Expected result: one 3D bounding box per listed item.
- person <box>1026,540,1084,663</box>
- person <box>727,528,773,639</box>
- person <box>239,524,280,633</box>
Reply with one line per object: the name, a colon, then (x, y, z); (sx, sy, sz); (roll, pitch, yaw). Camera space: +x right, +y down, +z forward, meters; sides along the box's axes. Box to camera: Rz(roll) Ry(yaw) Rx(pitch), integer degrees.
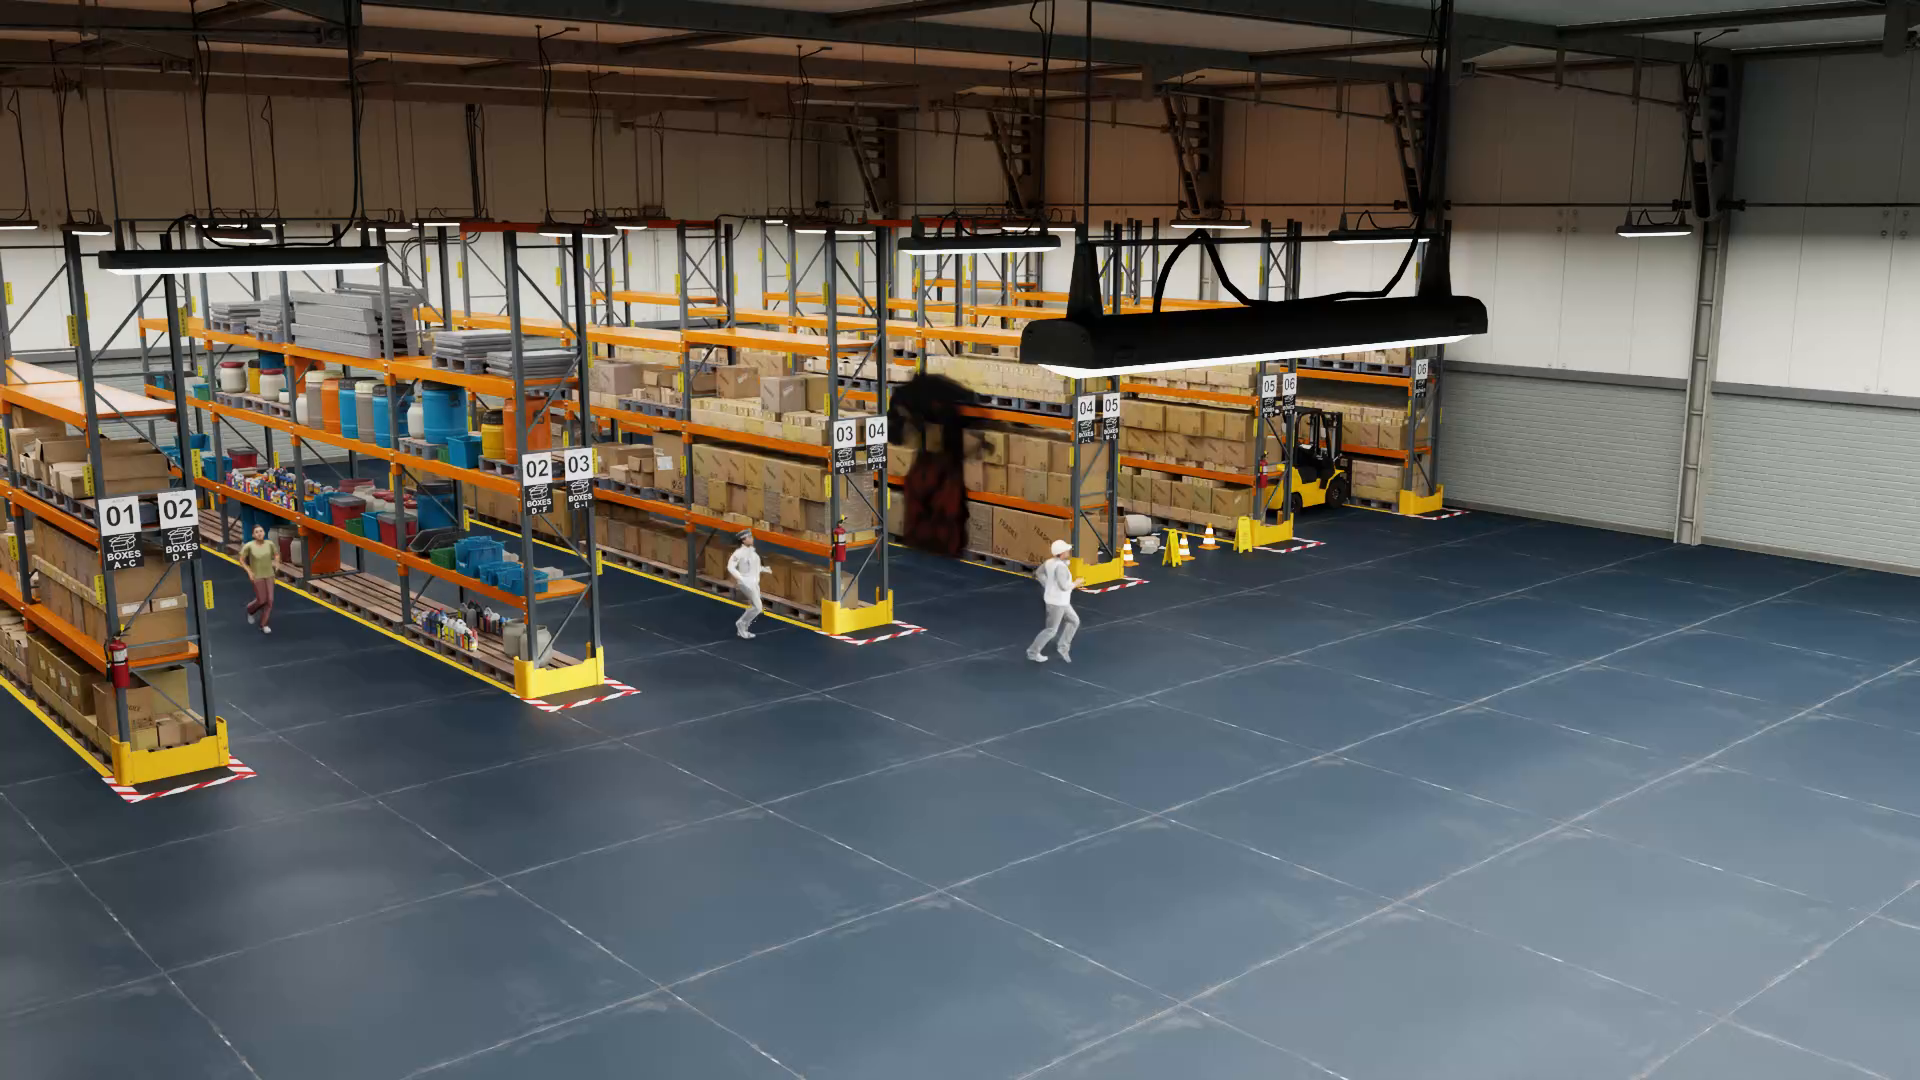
person: (1.320, 0.888, 23.072); (0.785, 1.804, 0.638); (-1, 11, -5)
person: (-3.052, 0.641, 24.446); (0.555, 1.658, 0.604); (4, 12, 18)
person: (-10.490, 0.562, 25.000); (0.574, 1.639, 0.583); (-10, 15, -40)
